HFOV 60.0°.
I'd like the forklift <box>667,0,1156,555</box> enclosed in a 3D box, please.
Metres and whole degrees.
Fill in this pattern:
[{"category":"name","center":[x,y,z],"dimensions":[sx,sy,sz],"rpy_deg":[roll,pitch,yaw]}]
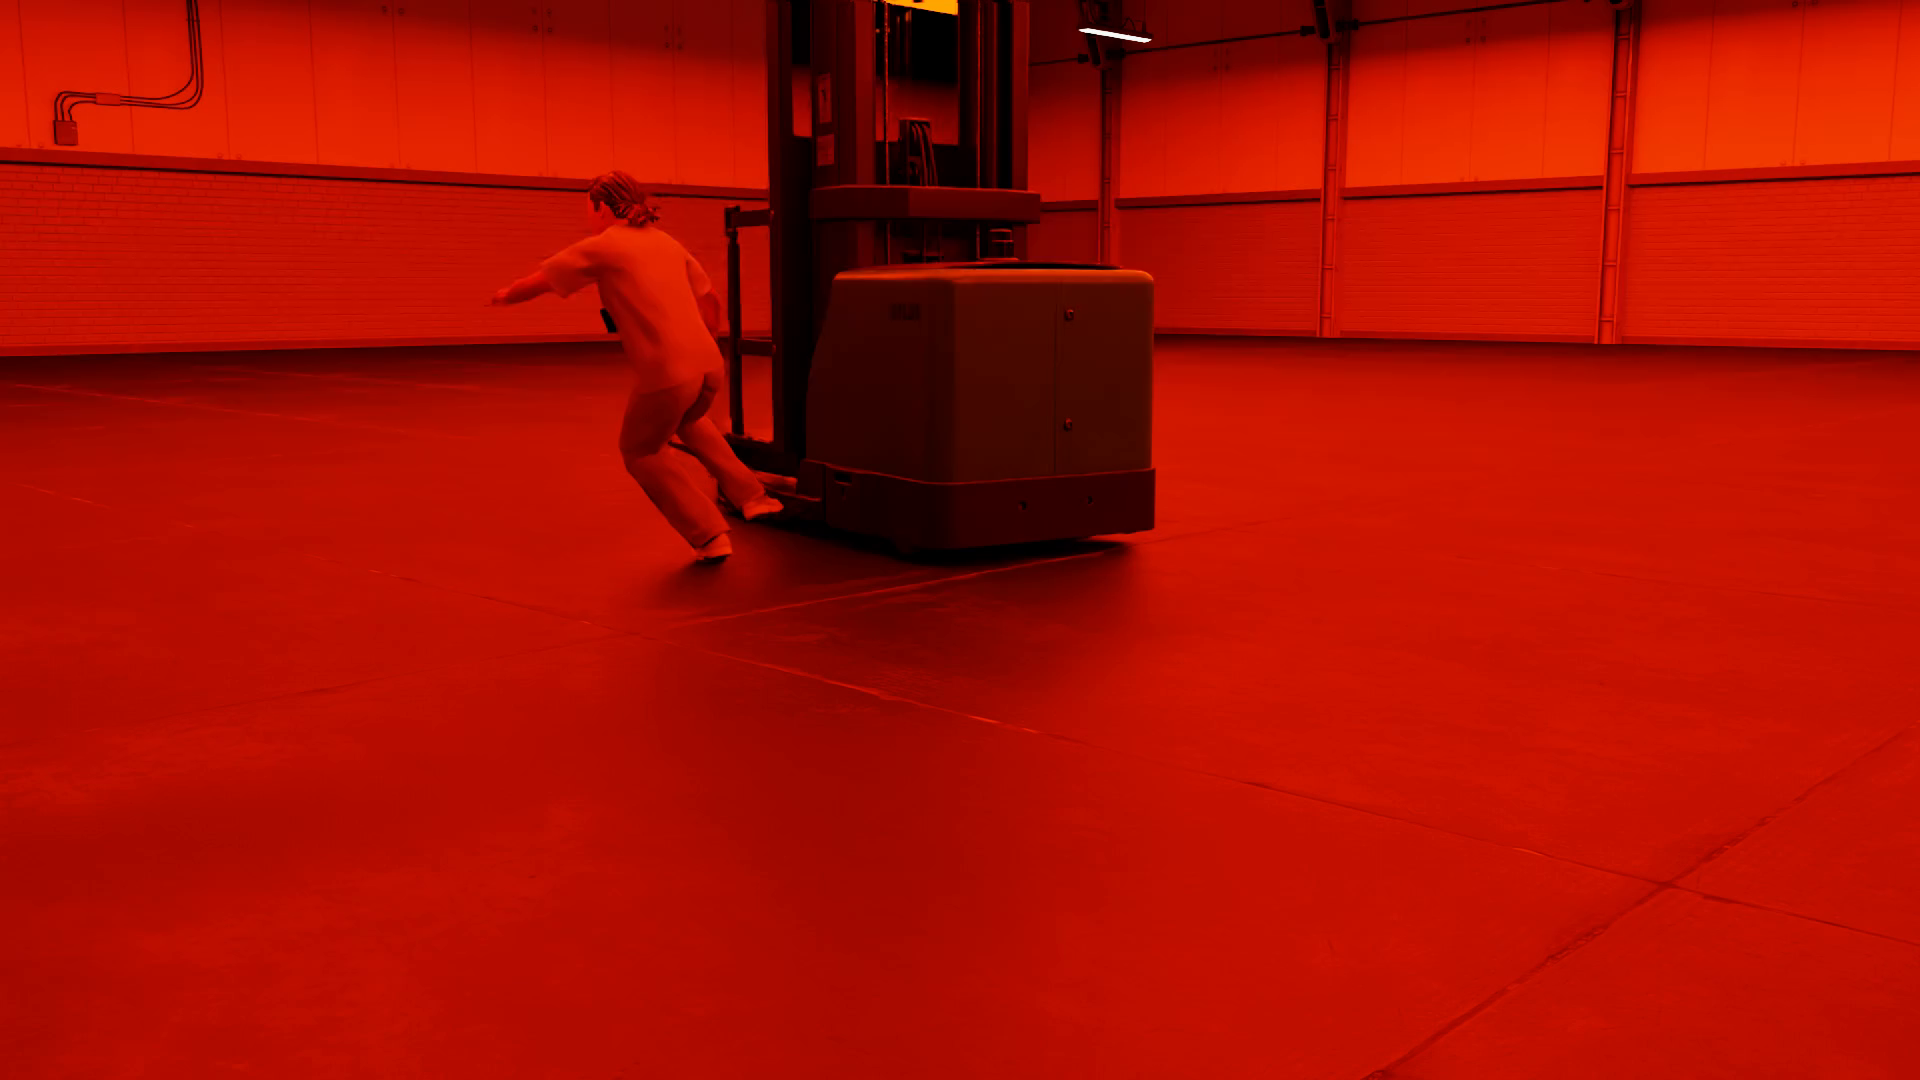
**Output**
[{"category":"forklift","center":[-0.437,-1.571,7.309],"dimensions":[1.130,2.935,3.031],"rpy_deg":[-5,10,-31]}]

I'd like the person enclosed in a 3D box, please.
[{"category":"person","center":[-1.147,-0.642,6.216],"dimensions":[0.845,1.430,1.087],"rpy_deg":[7,11,37]}]
